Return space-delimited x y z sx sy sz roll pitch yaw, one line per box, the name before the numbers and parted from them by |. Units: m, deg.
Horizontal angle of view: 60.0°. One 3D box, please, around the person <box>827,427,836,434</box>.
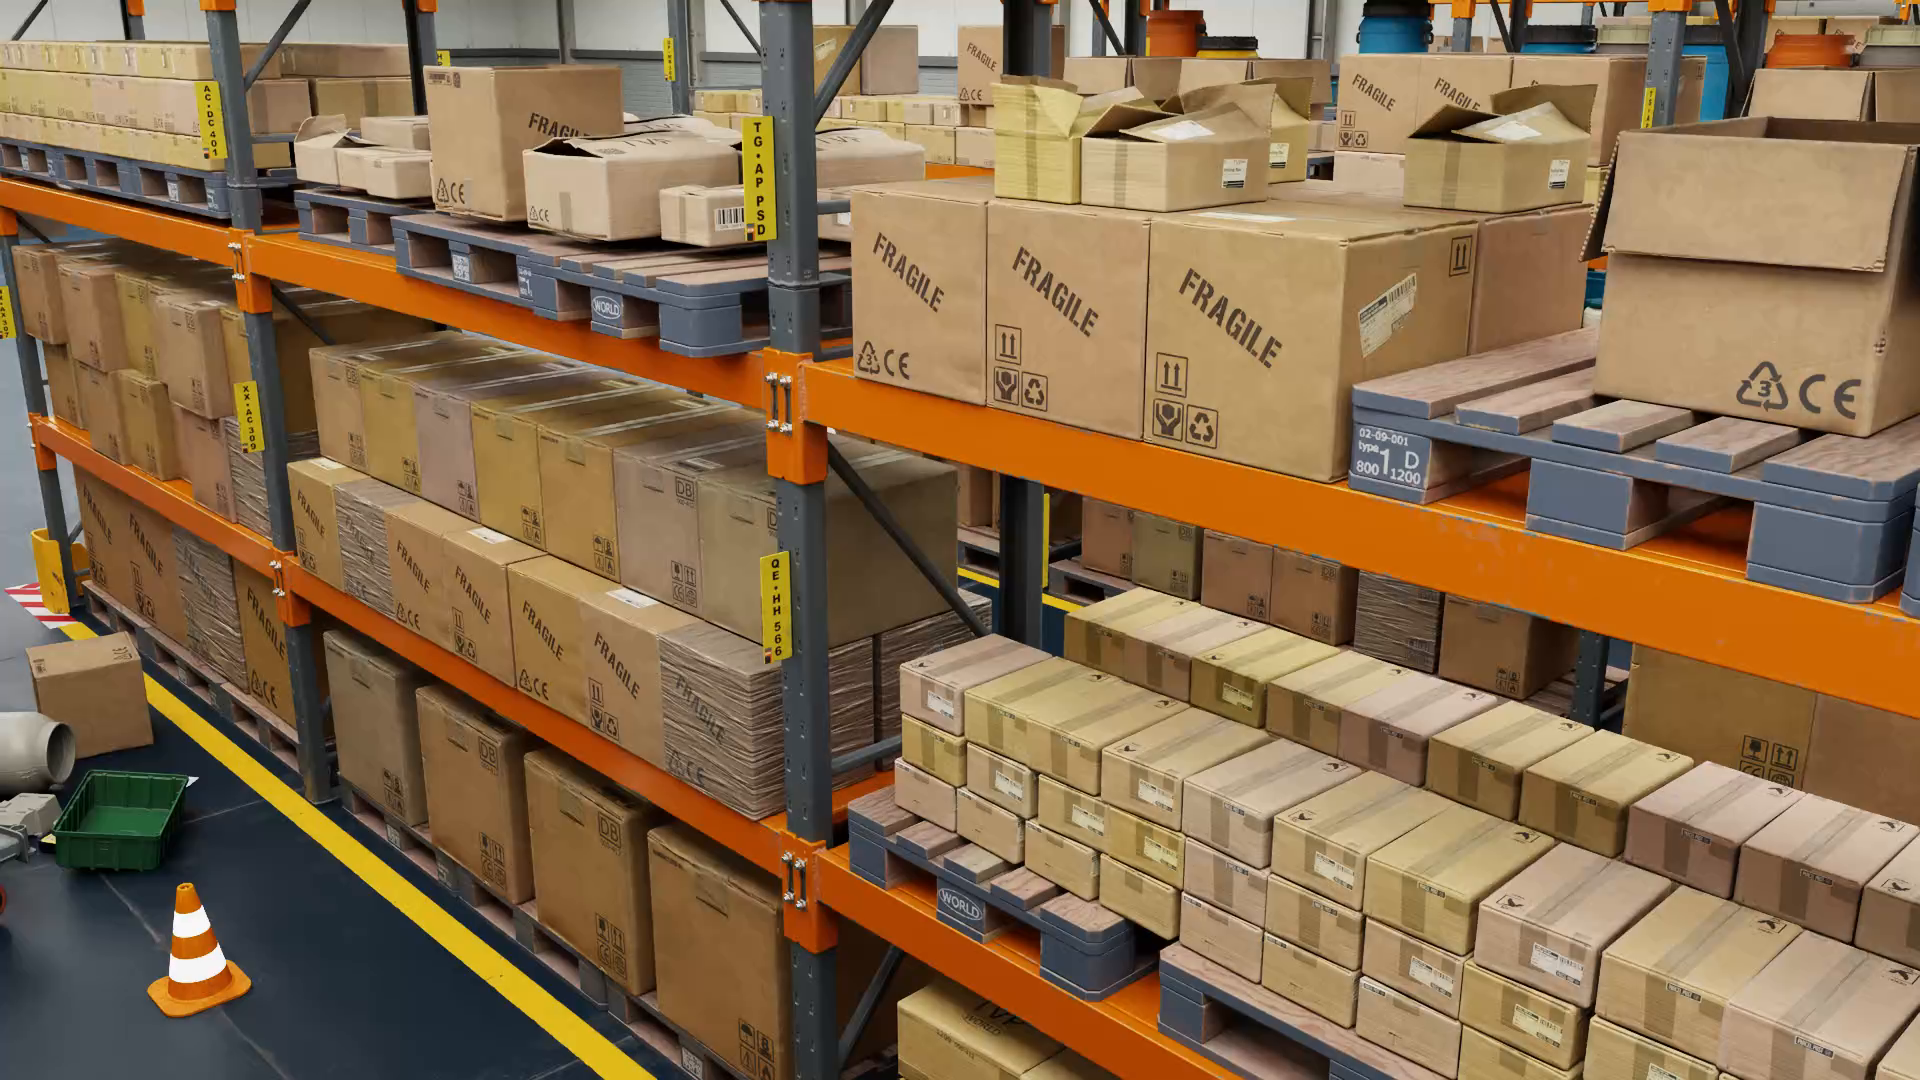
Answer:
person | -0.931 -0.109 9.854 0.579 1.770 0.464 -16 23 -41
